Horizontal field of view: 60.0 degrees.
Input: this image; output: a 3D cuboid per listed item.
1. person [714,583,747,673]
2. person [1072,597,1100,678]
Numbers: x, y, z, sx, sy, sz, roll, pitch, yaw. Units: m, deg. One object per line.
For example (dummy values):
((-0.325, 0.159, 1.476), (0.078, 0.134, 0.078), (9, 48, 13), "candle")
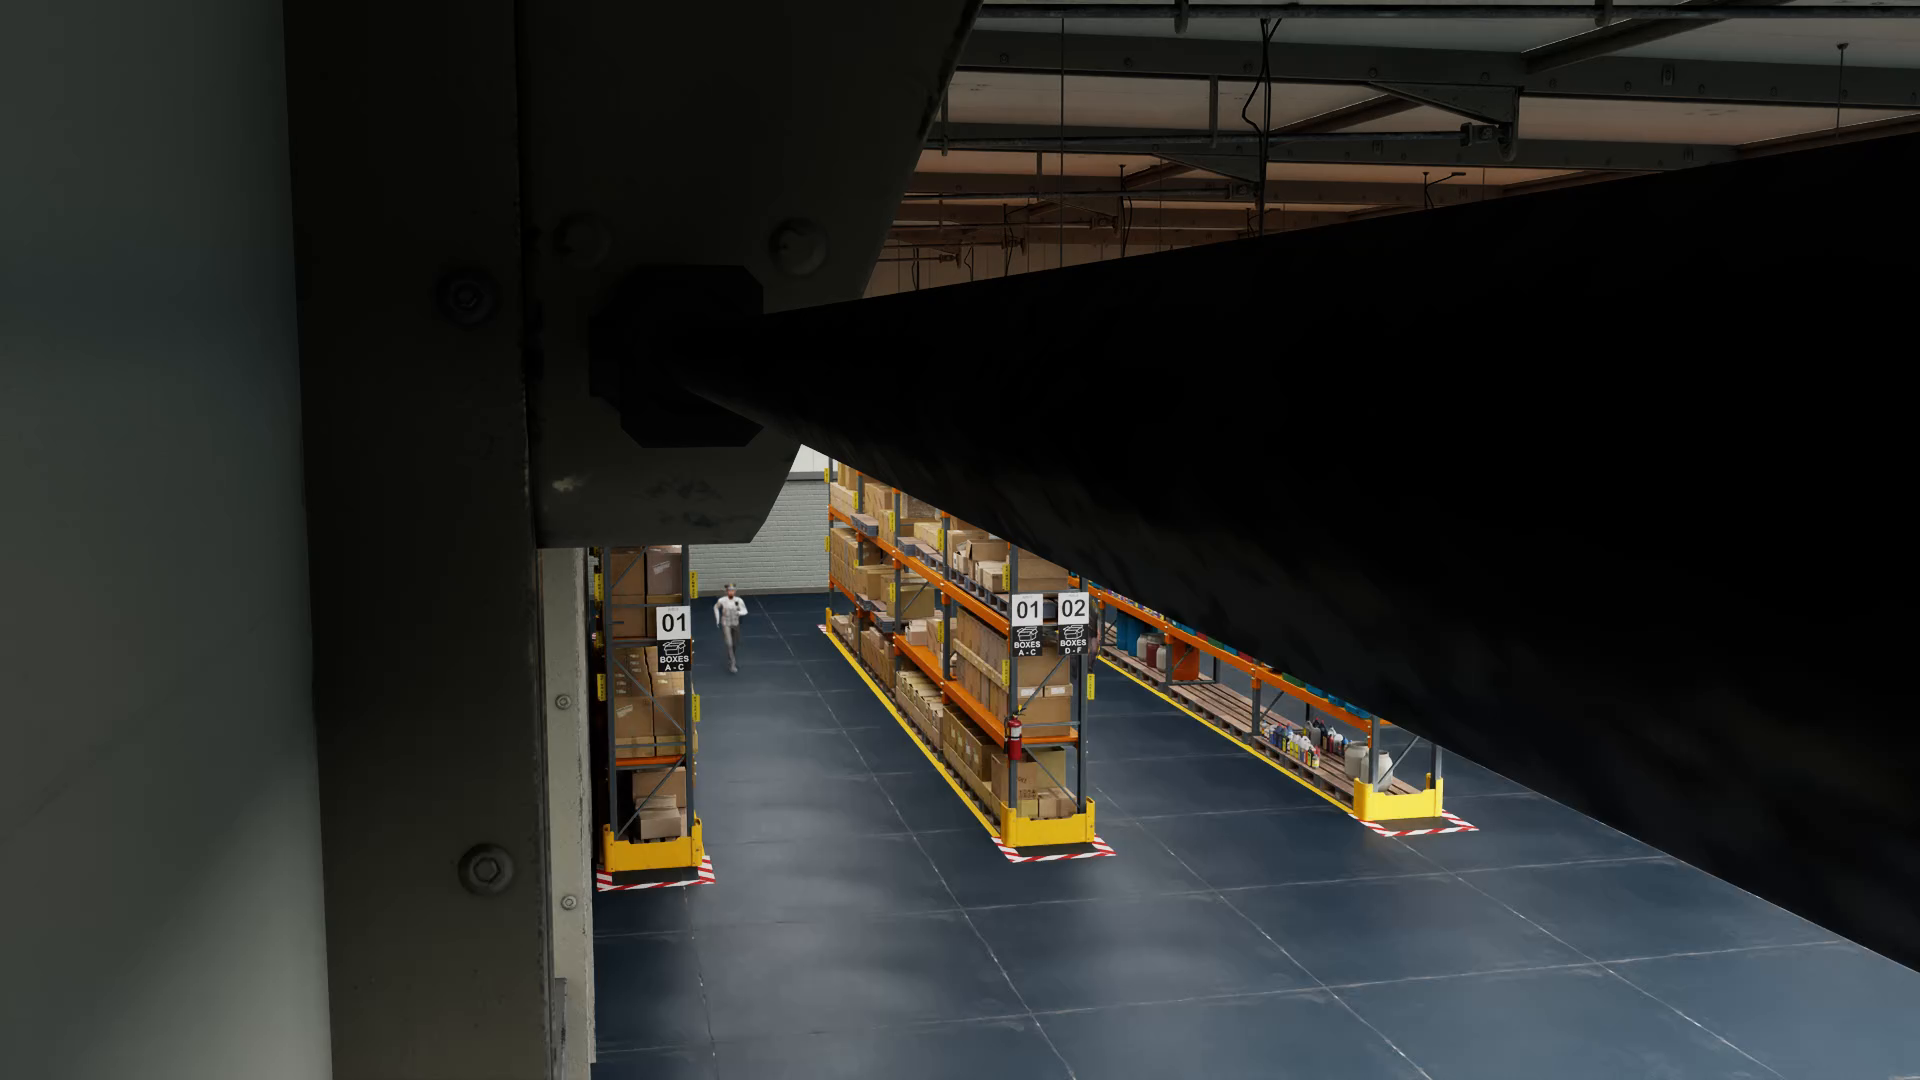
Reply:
((-4.423, 1.652, 32.138), (0.608, 1.683, 0.943), (-2, 7, -17), "person")
((2.318, 1.803, 30.700), (0.671, 1.611, 0.879), (-2, 7, -14), "person")
